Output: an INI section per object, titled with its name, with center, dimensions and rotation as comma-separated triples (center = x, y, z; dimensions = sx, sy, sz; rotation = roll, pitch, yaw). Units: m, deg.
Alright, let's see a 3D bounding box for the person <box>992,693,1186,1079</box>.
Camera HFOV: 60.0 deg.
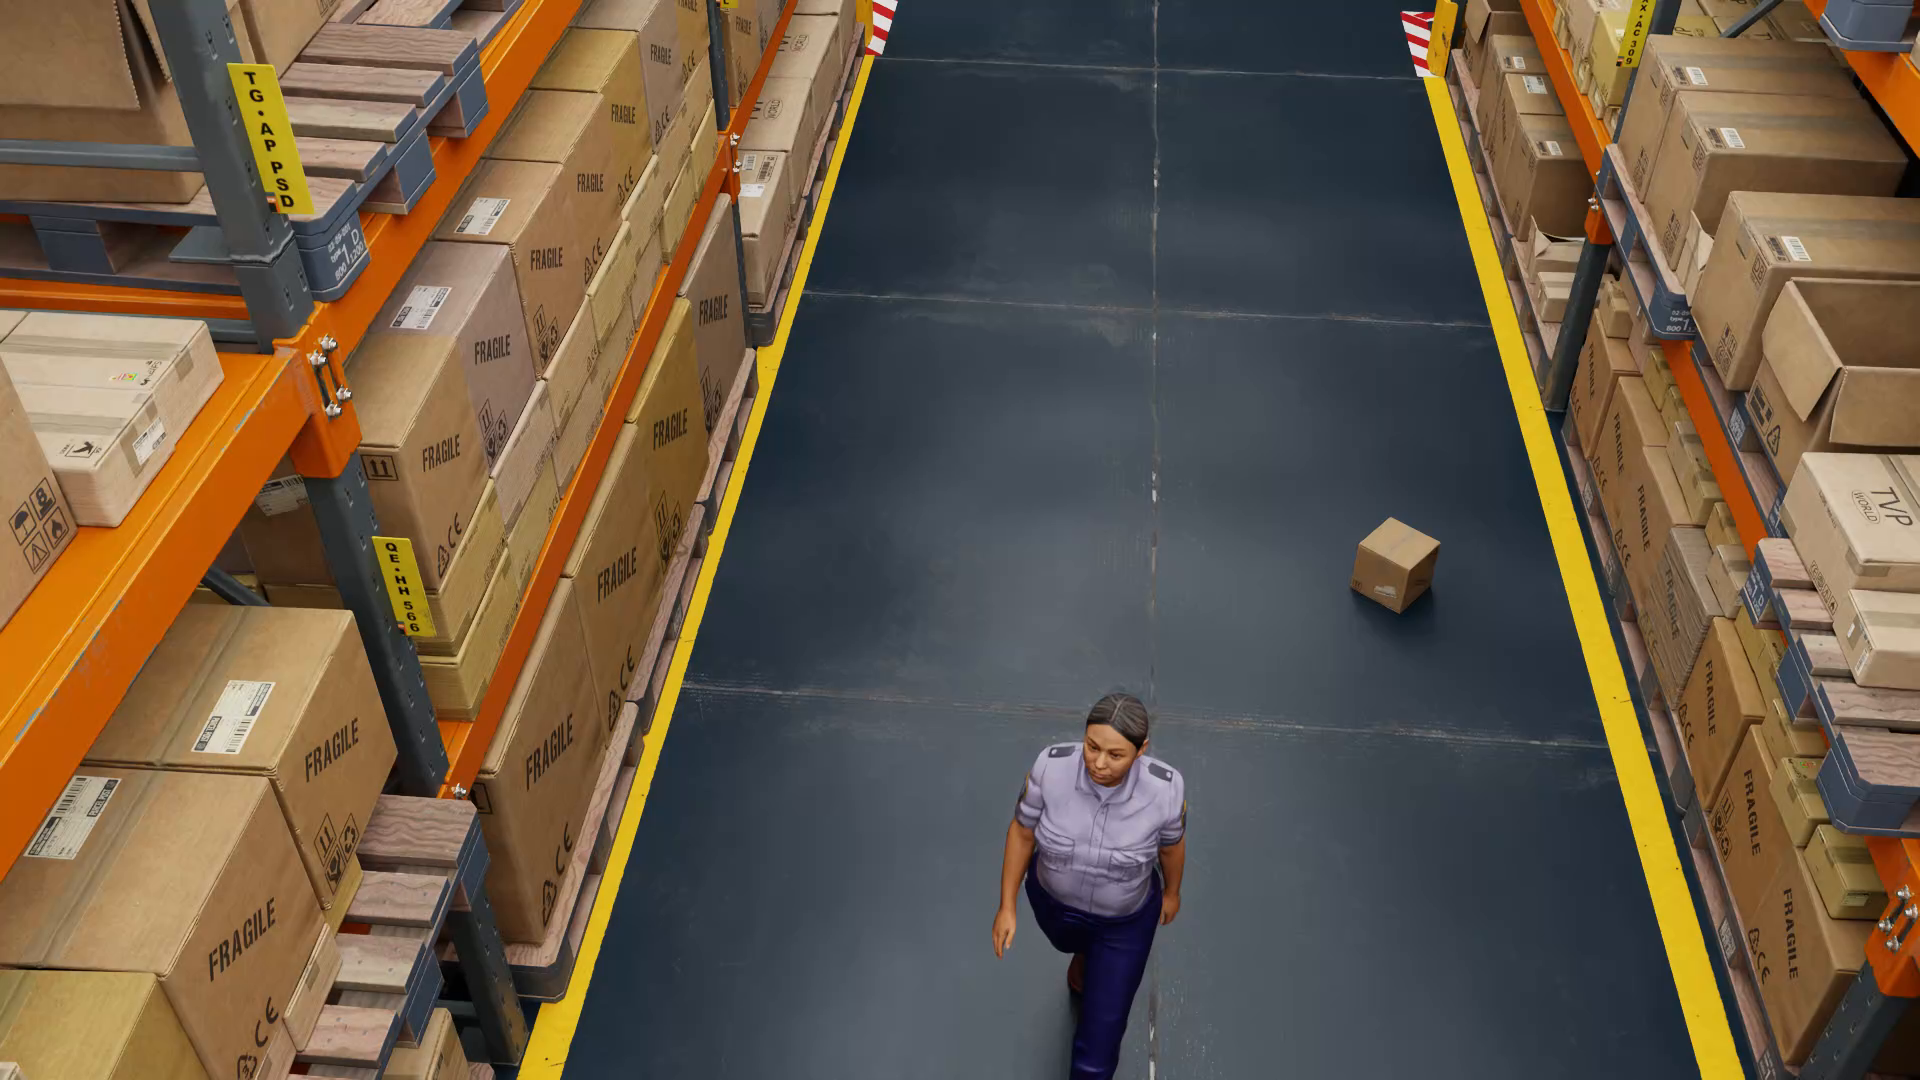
[person]
center = 0.371, 1.075, 4.897
dimensions = 0.499, 1.591, 0.998
rotation = 14, 42, 16
